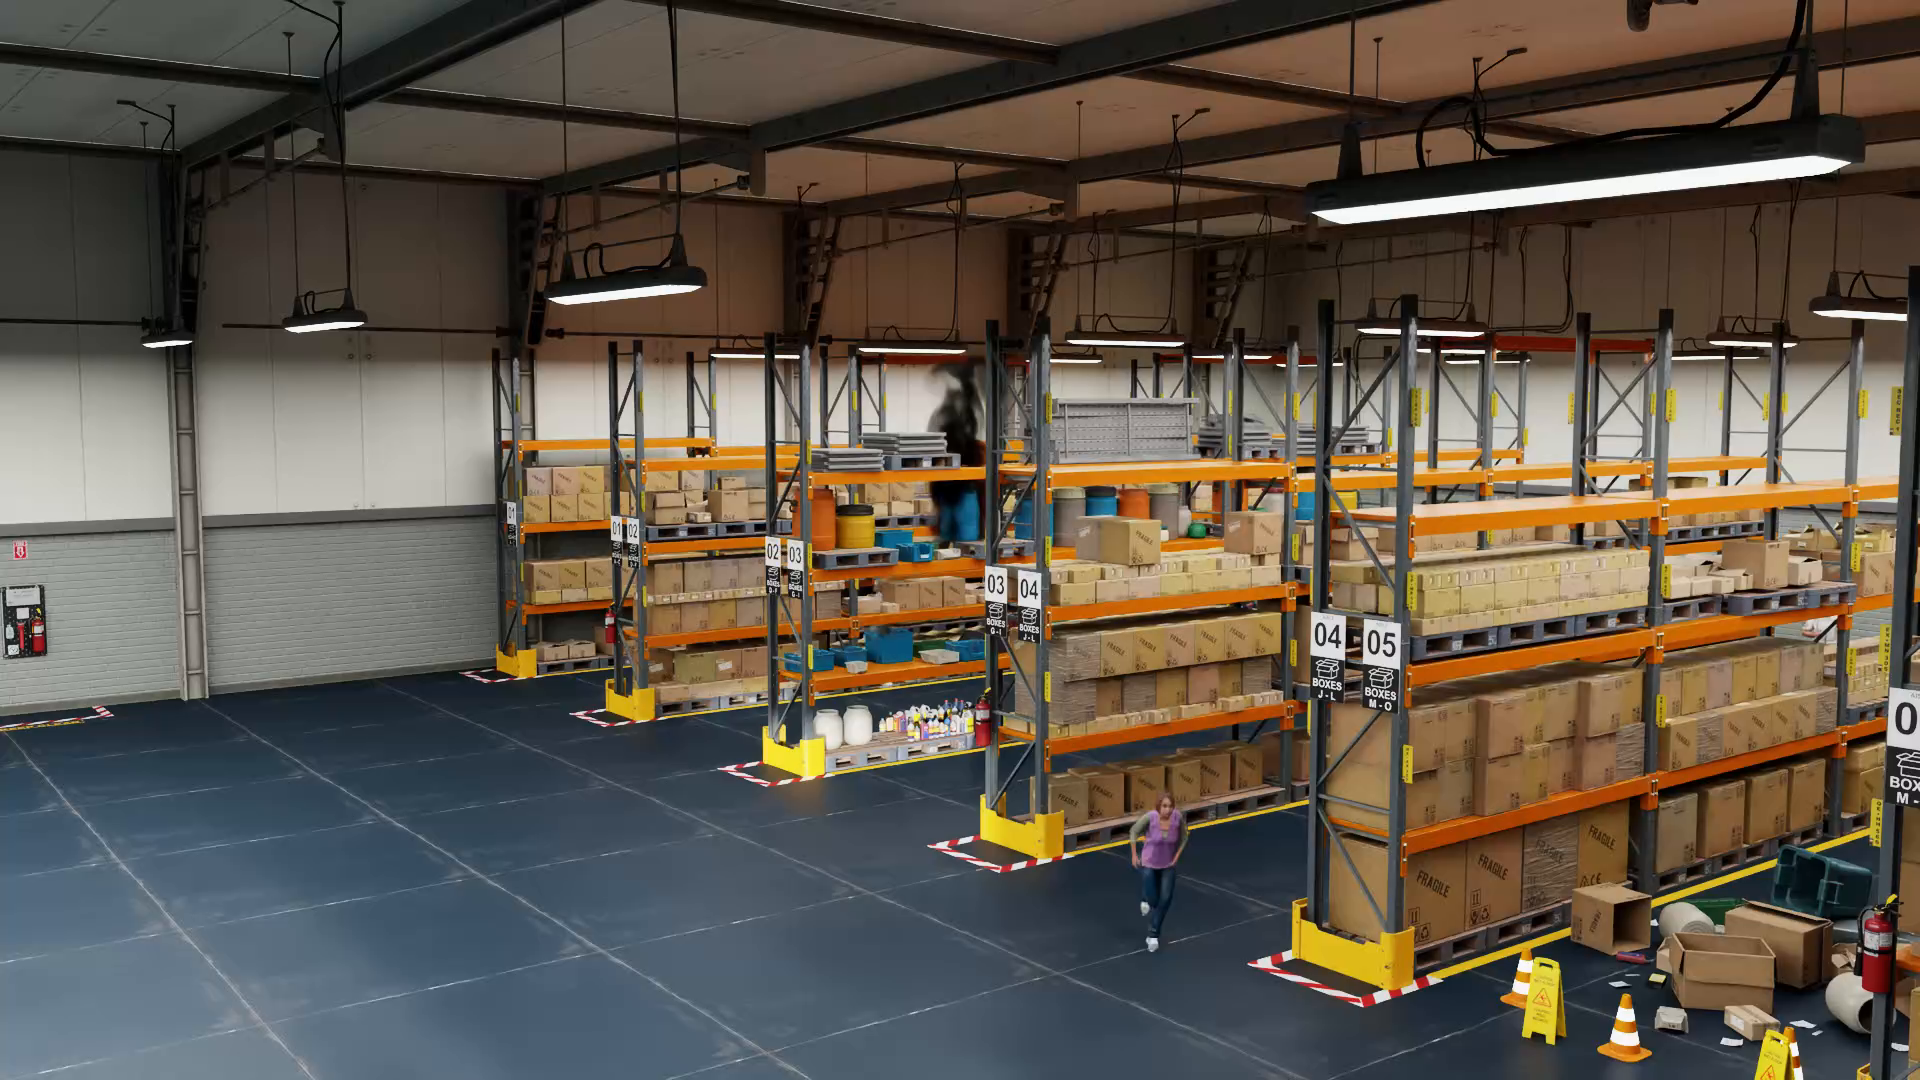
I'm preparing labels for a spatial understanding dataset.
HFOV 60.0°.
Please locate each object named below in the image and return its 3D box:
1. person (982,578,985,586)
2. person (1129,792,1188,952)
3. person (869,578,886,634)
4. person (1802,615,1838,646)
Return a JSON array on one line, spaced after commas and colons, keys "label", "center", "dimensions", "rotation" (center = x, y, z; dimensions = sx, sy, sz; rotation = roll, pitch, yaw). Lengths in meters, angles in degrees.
[{"label": "person", "center": [0.713, 1.302, 33.967], "dimensions": [0.682, 1.775, 0.855], "rotation": [4, 6, 38]}, {"label": "person", "center": [1.849, 3.058, 15.592], "dimensions": [0.532, 1.537, 0.717], "rotation": [-1, 5, -12]}, {"label": "person", "center": [-1.577, 1.561, 31.769], "dimensions": [0.548, 1.653, 0.612], "rotation": [-3, 6, -31]}, {"label": "person", "center": [14.321, 1.835, 27.585], "dimensions": [0.657, 1.764, 0.961], "rotation": [3, 6, 31]}]
